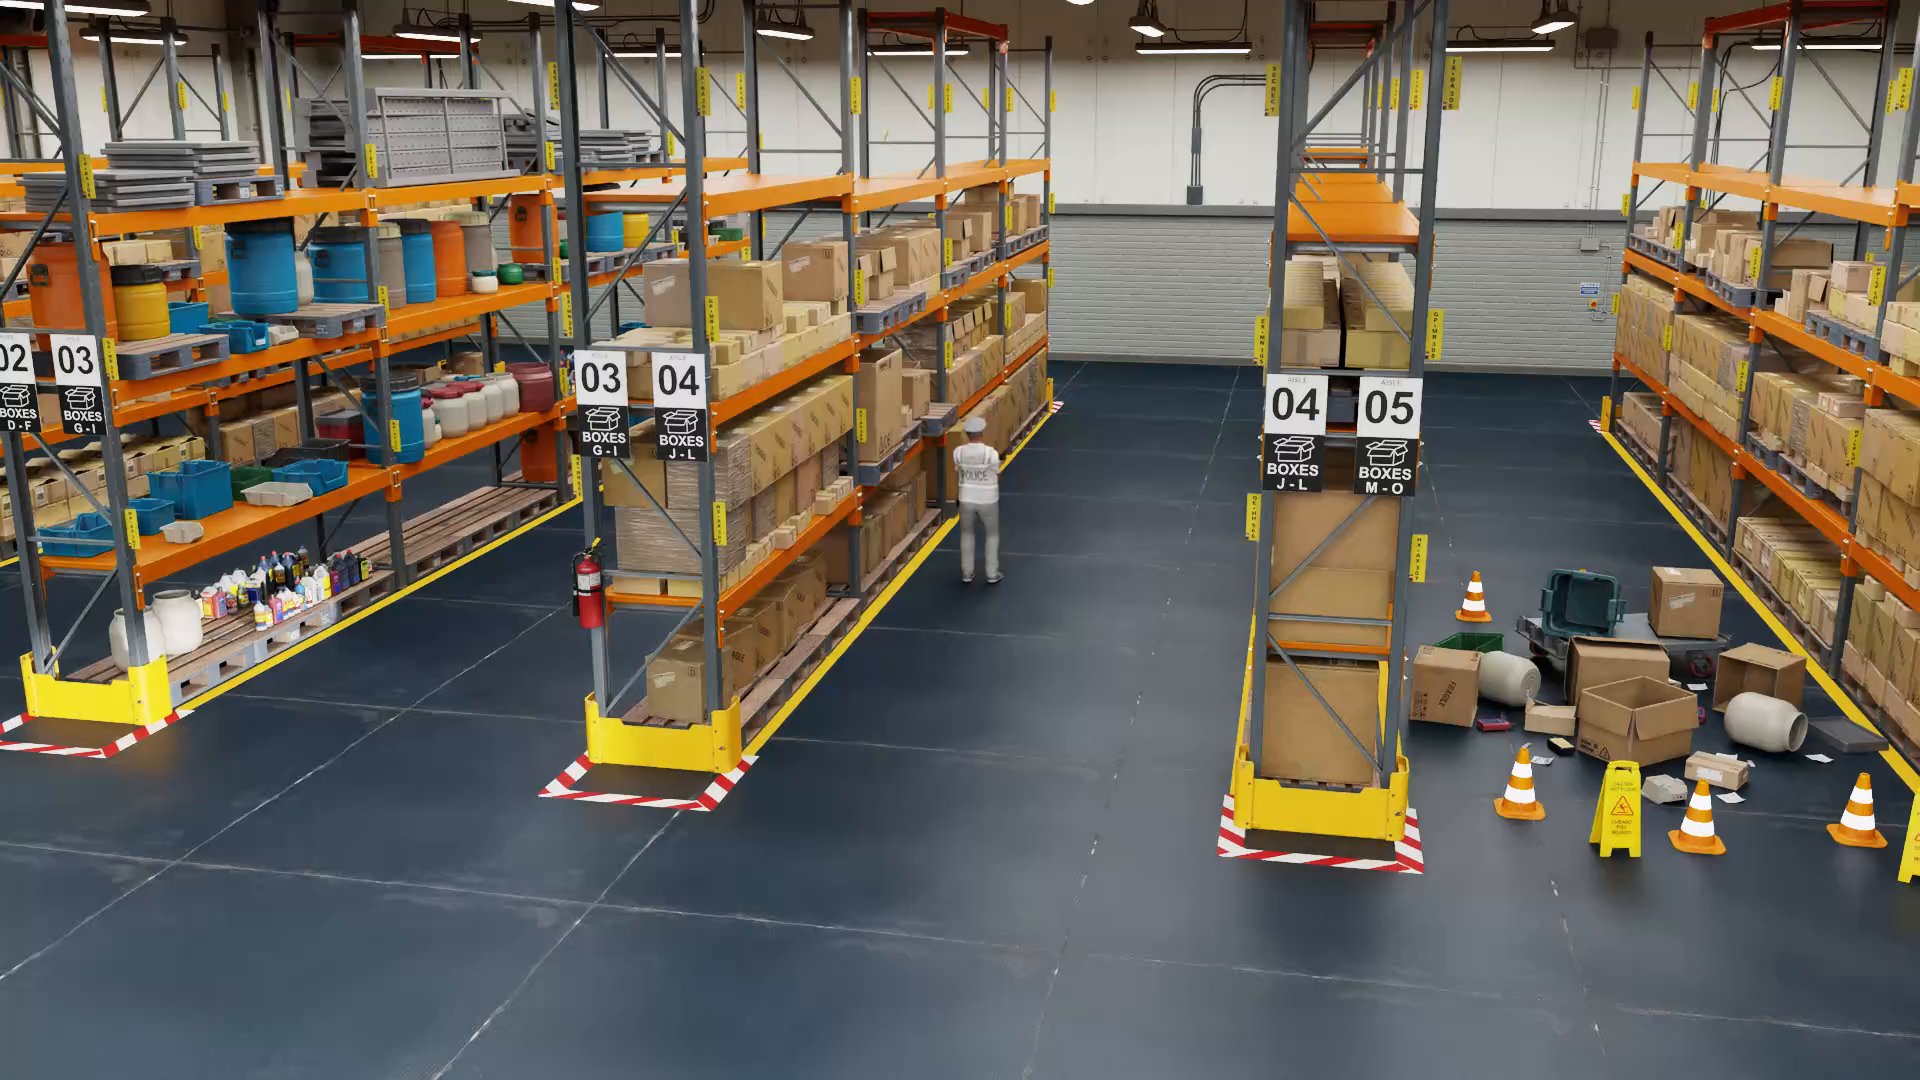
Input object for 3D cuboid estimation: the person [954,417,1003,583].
[{"bbox_3d":[0.212,-0.445,17.648,0.503,1.780,0.555,5,15,17],"label":"person"}]
